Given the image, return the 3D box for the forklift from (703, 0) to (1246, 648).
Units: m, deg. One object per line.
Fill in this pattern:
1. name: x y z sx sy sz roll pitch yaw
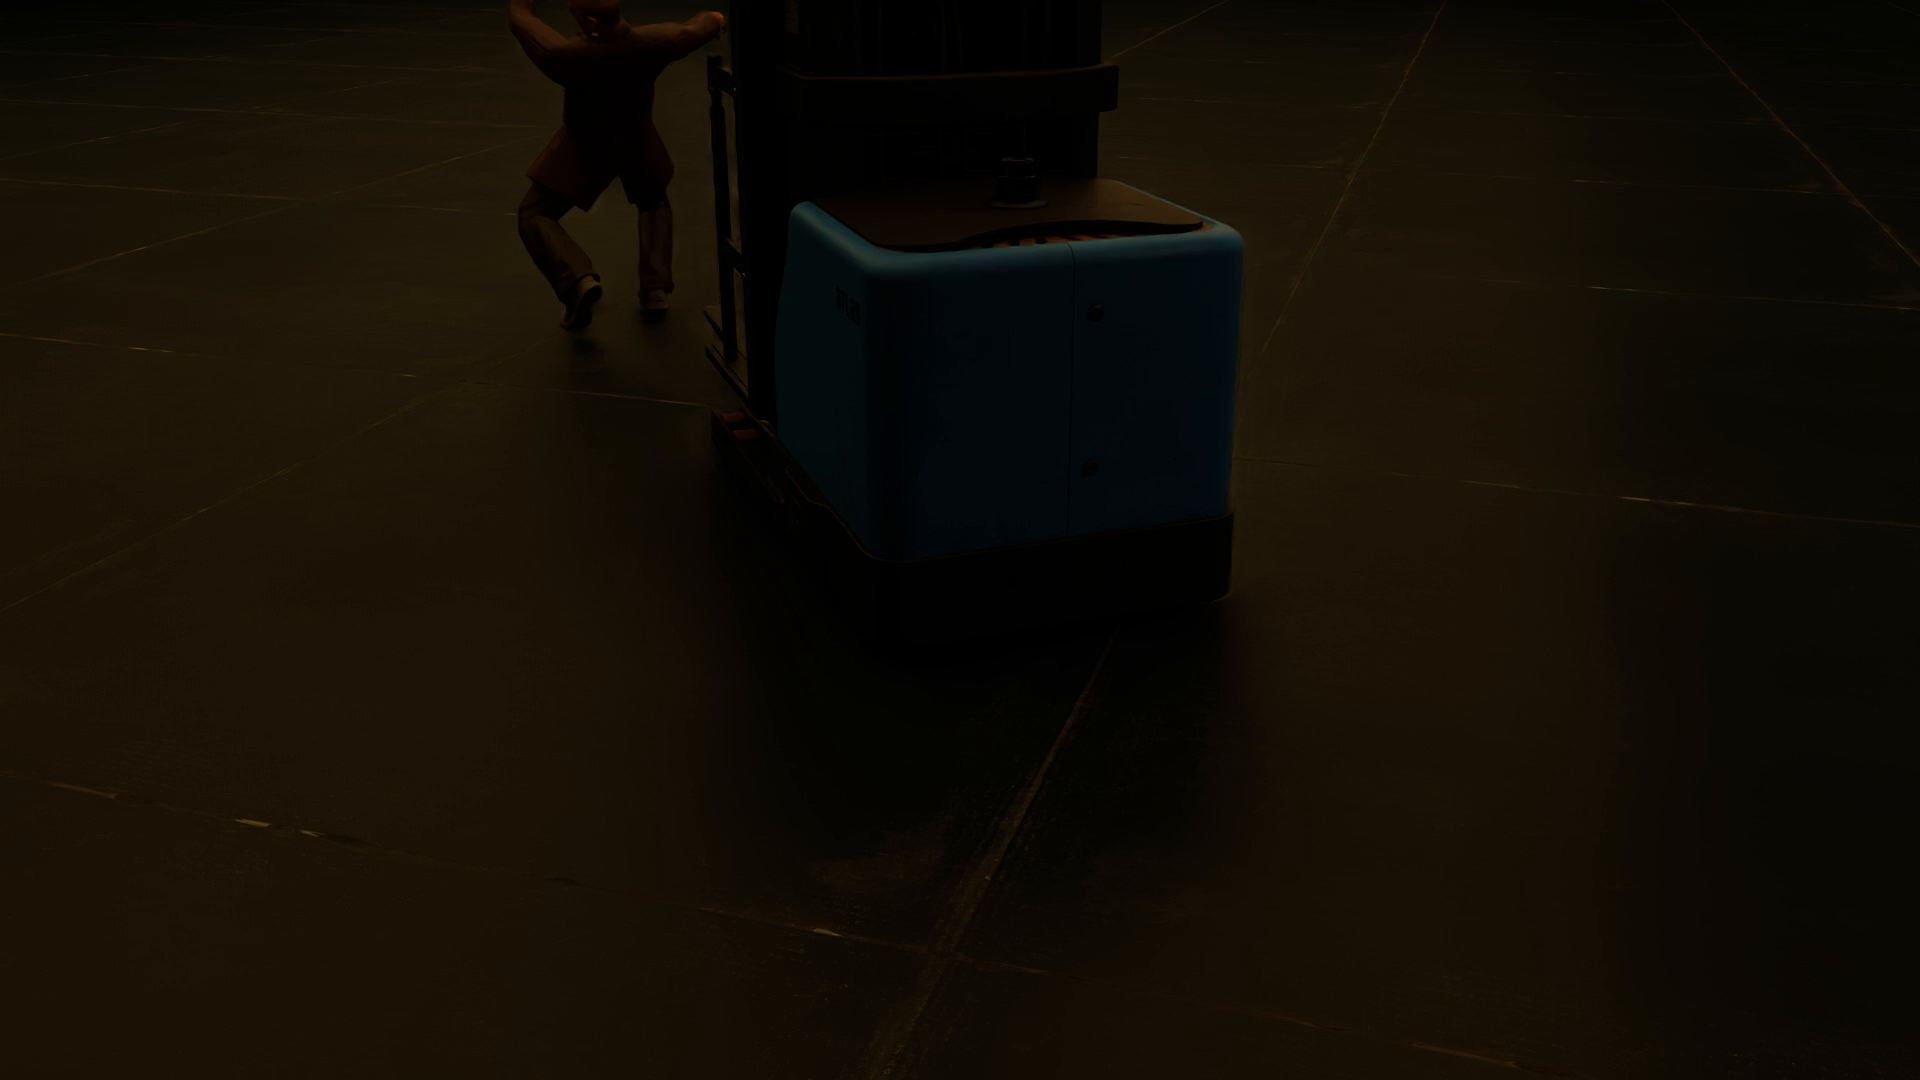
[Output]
1. forklift: -0.227 -1.611 5.183 1.130 2.935 3.031 -8 24 -18

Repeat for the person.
1. person: -1.415 -1.797 7.351 1.116 1.589 0.719 -18 28 -36
